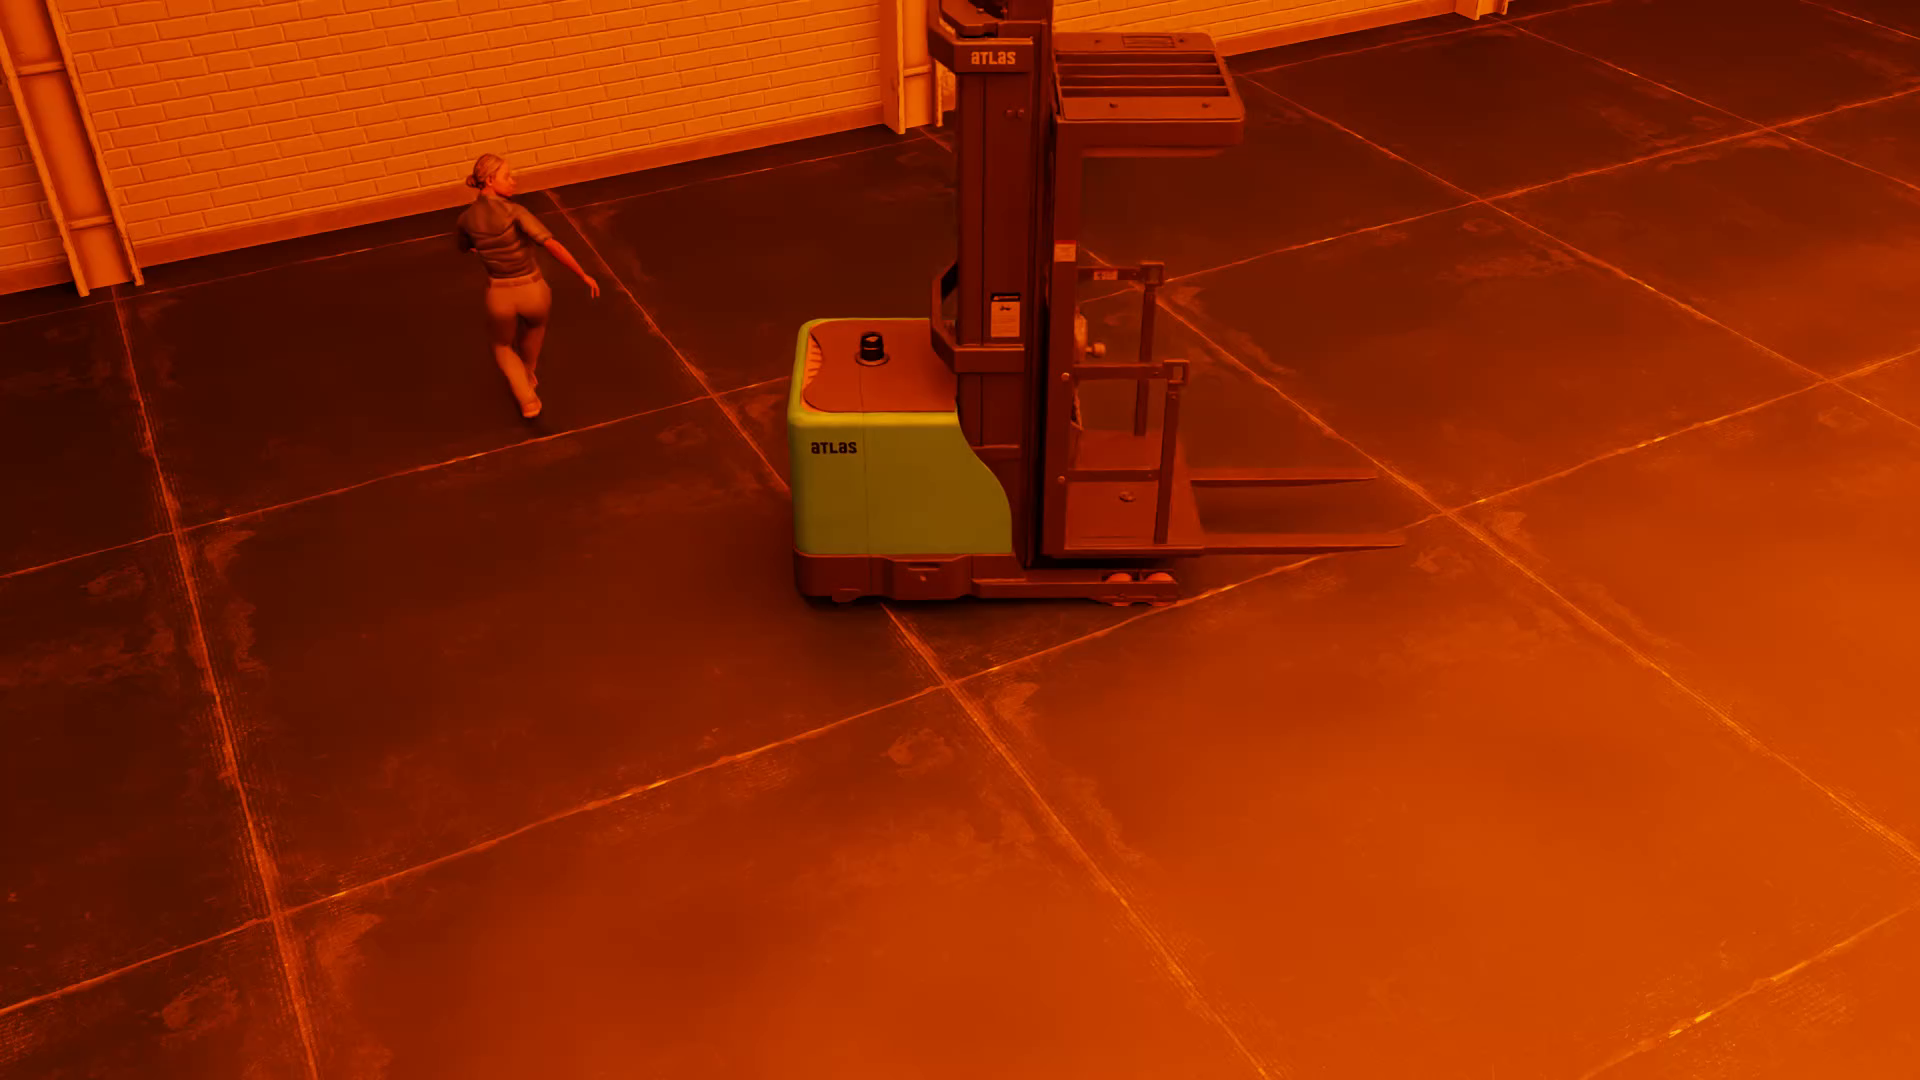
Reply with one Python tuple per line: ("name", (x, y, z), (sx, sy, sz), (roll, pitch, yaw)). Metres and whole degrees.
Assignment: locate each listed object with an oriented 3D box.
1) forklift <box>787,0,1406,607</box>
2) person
("forklift", (0.697, -1.176, 7.786), (3.031, 2.935, 1.130), (0, 35, -1))
("person", (-2.431, -1.458, 9.425), (0.785, 1.530, 0.817), (-3, 35, -4))
